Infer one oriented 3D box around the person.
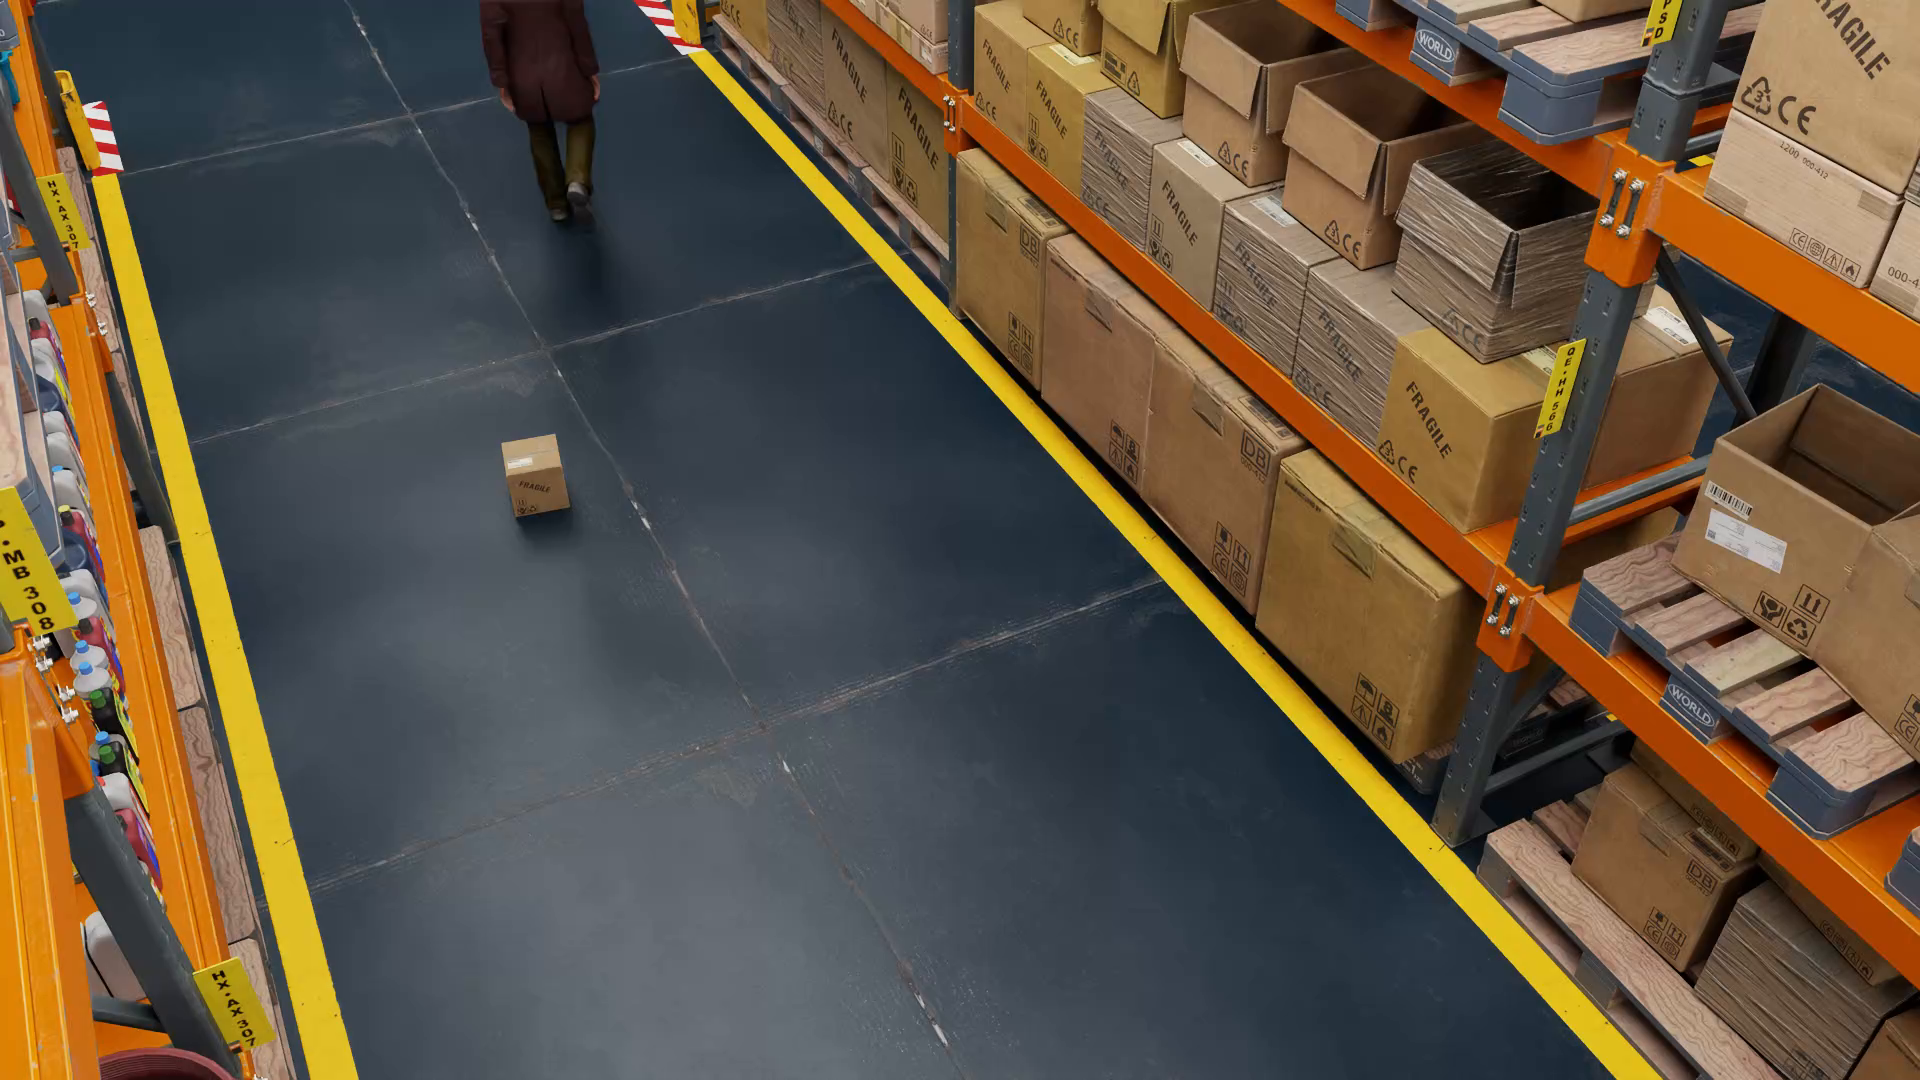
[{"bbox_3d":[-2.261,-2.535,9.083,0.585,1.759,0.695,-6,41,-7],"label":"person"}]
